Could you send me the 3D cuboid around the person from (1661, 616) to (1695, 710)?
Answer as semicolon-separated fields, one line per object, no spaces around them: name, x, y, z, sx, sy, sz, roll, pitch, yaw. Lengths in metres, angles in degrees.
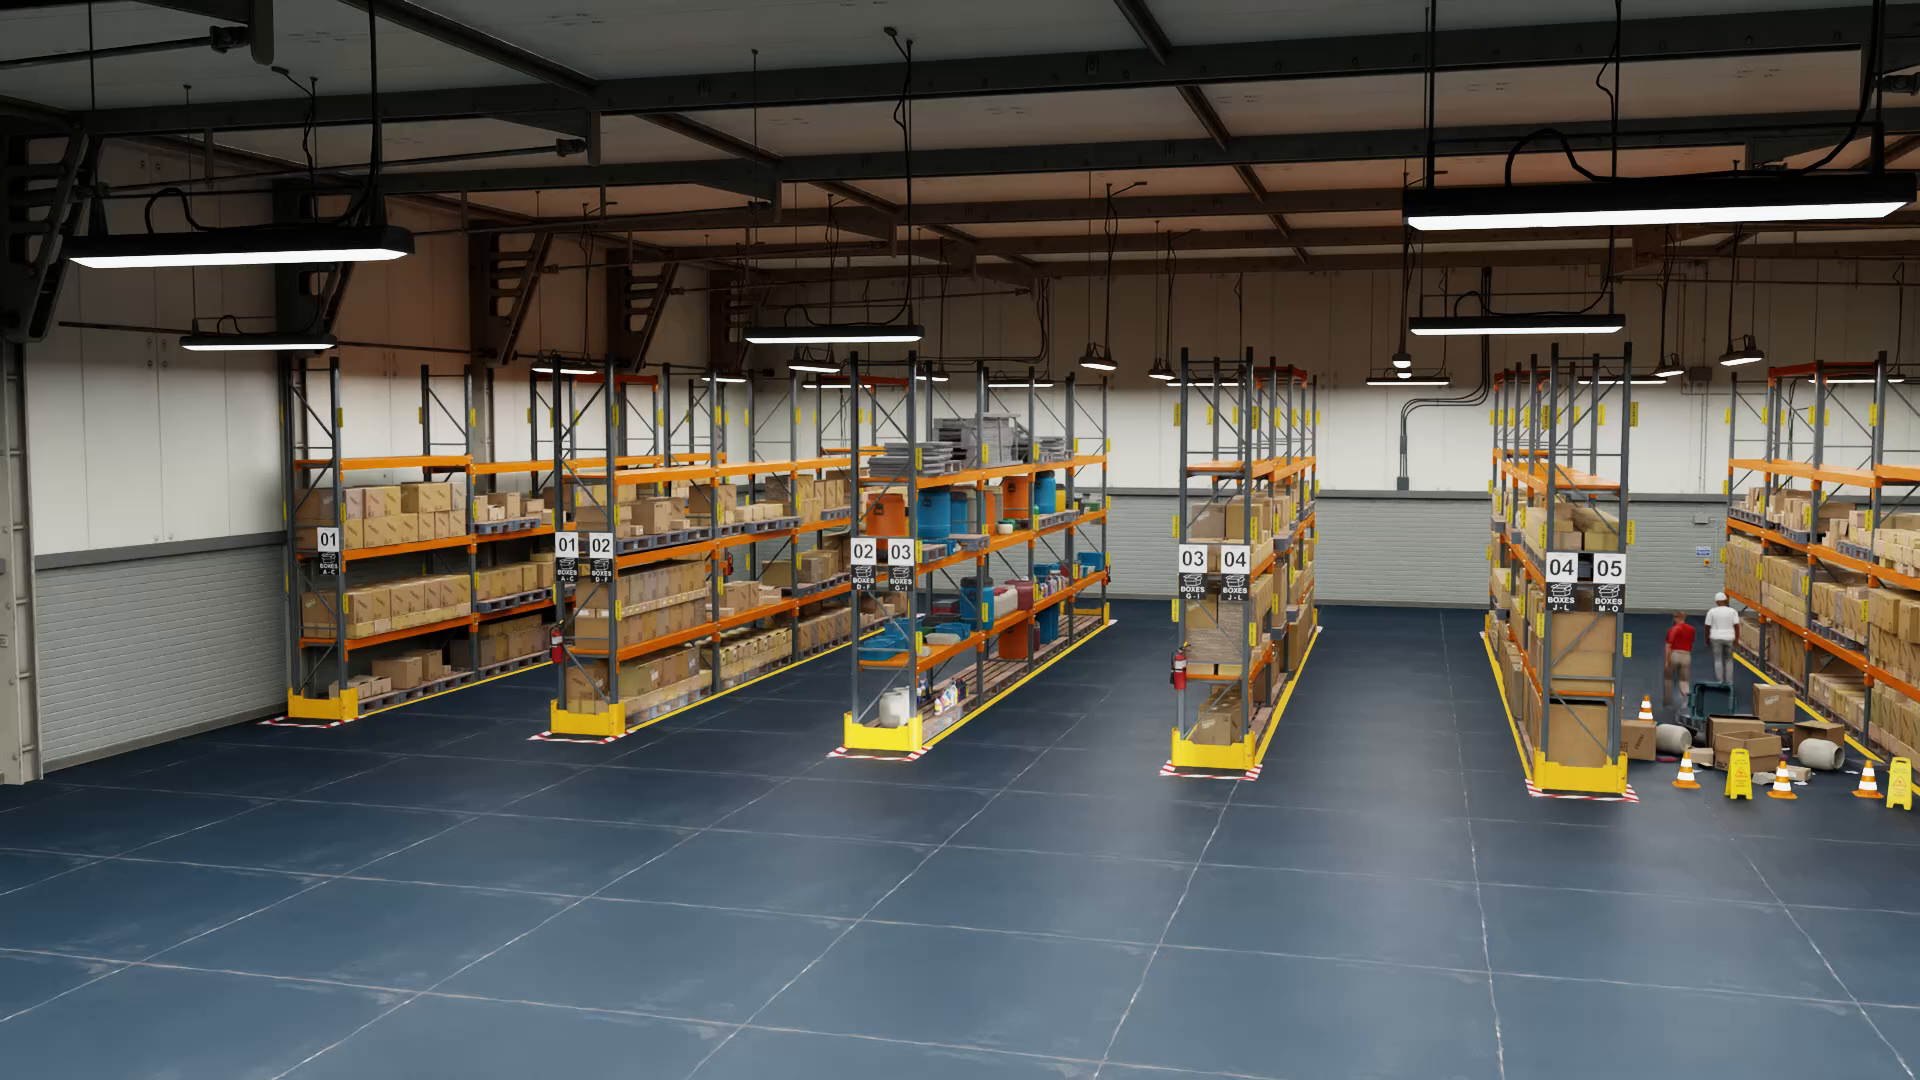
person;12.320;2.102;28.409;0.511;1.587;0.845;0;4;7

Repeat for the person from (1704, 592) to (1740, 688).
person;14.097;1.881;30.797;0.576;1.830;0.434;1;4;14
